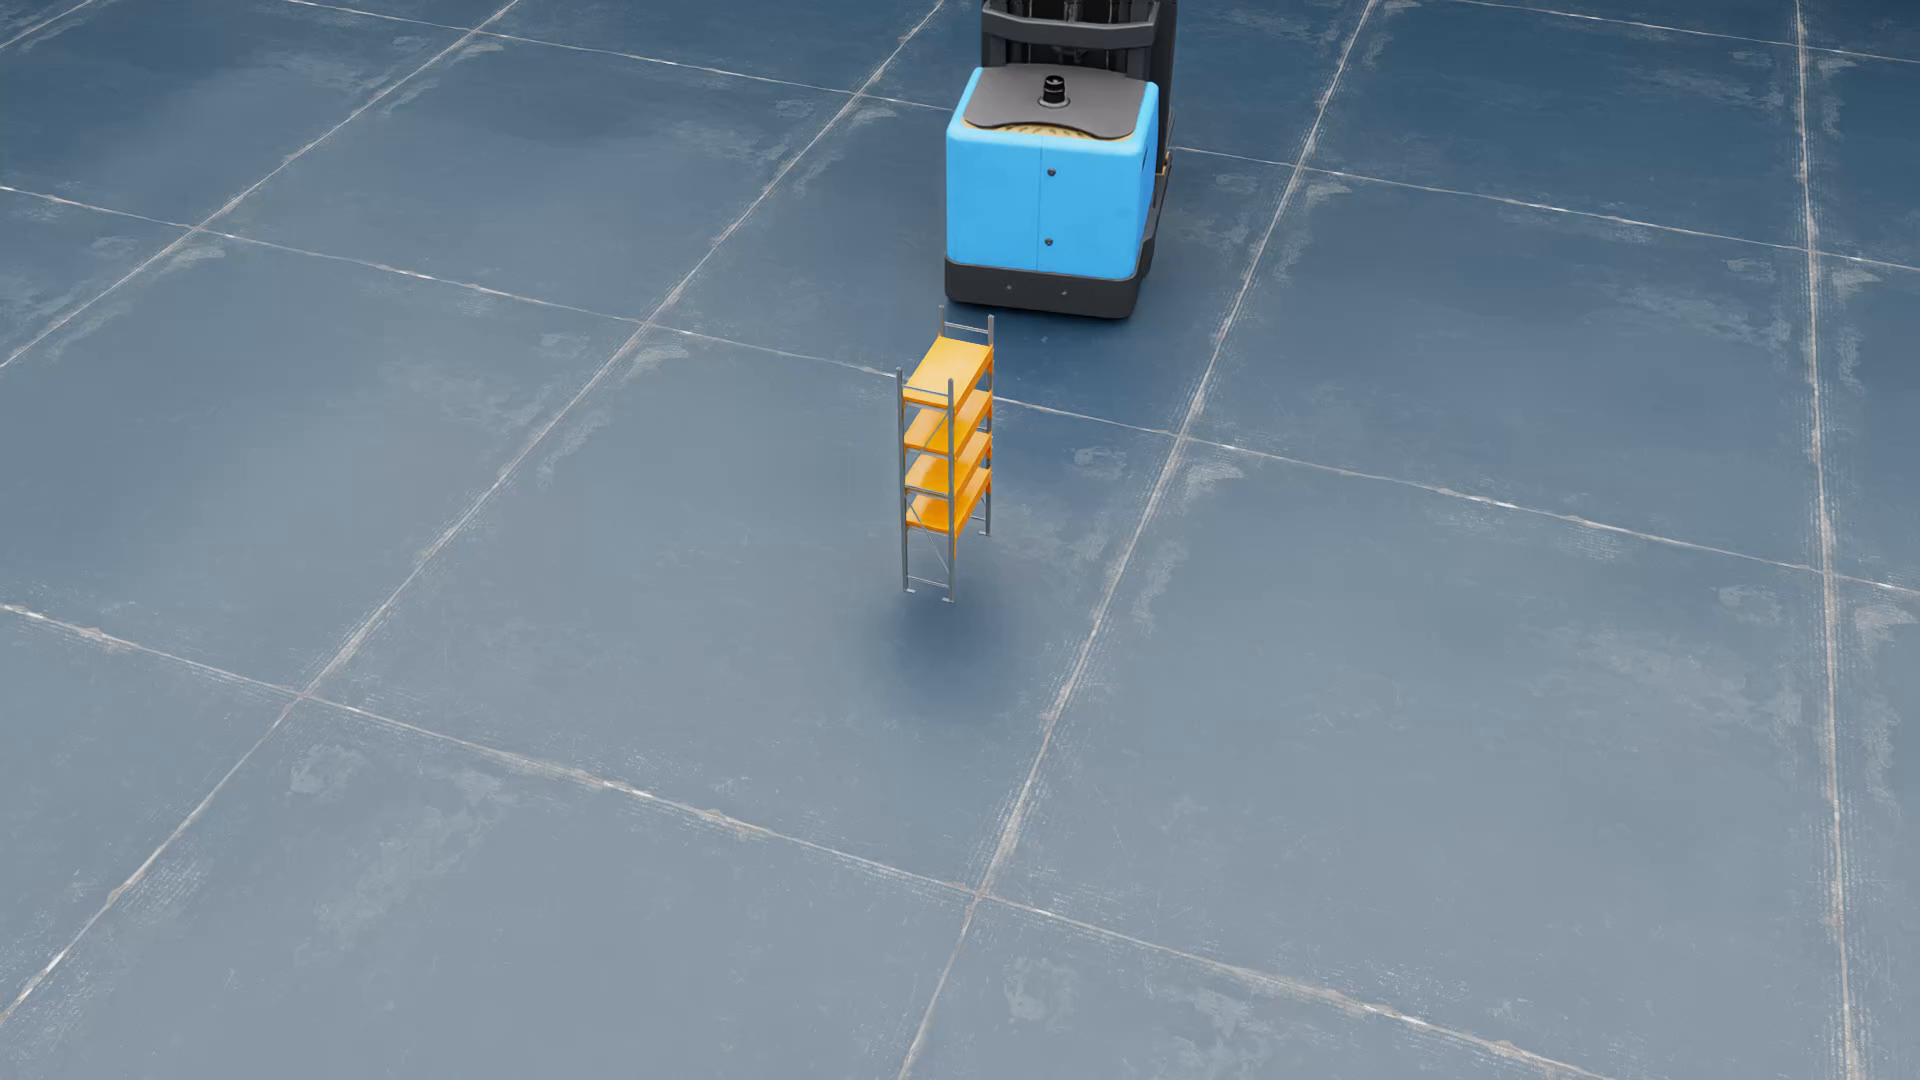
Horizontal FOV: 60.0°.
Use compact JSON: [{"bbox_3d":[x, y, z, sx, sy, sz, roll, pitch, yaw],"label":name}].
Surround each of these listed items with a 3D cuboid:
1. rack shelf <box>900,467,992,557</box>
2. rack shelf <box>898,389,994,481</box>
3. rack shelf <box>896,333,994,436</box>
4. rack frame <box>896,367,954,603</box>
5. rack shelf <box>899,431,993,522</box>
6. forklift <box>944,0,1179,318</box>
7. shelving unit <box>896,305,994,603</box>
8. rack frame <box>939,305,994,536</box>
[{"bbox_3d":[-0.057,-0.153,7.368,0.258,0.148,0.480,13,42,15],"label":"rack shelf"},{"bbox_3d":[-0.057,-0.474,7.094,0.258,0.148,0.480,13,42,15],"label":"rack shelf"},{"bbox_3d":[-0.057,-0.654,6.941,0.258,0.148,0.480,13,42,15],"label":"rack shelf"},{"bbox_3d":[-0.140,-0.207,7.021,0.240,1.200,0.015,13,42,15],"label":"rack frame"},{"bbox_3d":[-0.057,-0.304,7.240,0.258,0.148,0.480,13,42,15],"label":"rack shelf"},{"bbox_3d":[0.711,-3.277,9.286,1.130,2.935,3.031,7,41,9],"label":"forklift"},{"bbox_3d":[-0.057,-0.355,7.196,0.258,1.200,0.503,13,42,15],"label":"shelving unit"},{"bbox_3d":[0.027,-0.504,7.370,0.240,1.200,0.015,13,42,15],"label":"rack frame"}]
